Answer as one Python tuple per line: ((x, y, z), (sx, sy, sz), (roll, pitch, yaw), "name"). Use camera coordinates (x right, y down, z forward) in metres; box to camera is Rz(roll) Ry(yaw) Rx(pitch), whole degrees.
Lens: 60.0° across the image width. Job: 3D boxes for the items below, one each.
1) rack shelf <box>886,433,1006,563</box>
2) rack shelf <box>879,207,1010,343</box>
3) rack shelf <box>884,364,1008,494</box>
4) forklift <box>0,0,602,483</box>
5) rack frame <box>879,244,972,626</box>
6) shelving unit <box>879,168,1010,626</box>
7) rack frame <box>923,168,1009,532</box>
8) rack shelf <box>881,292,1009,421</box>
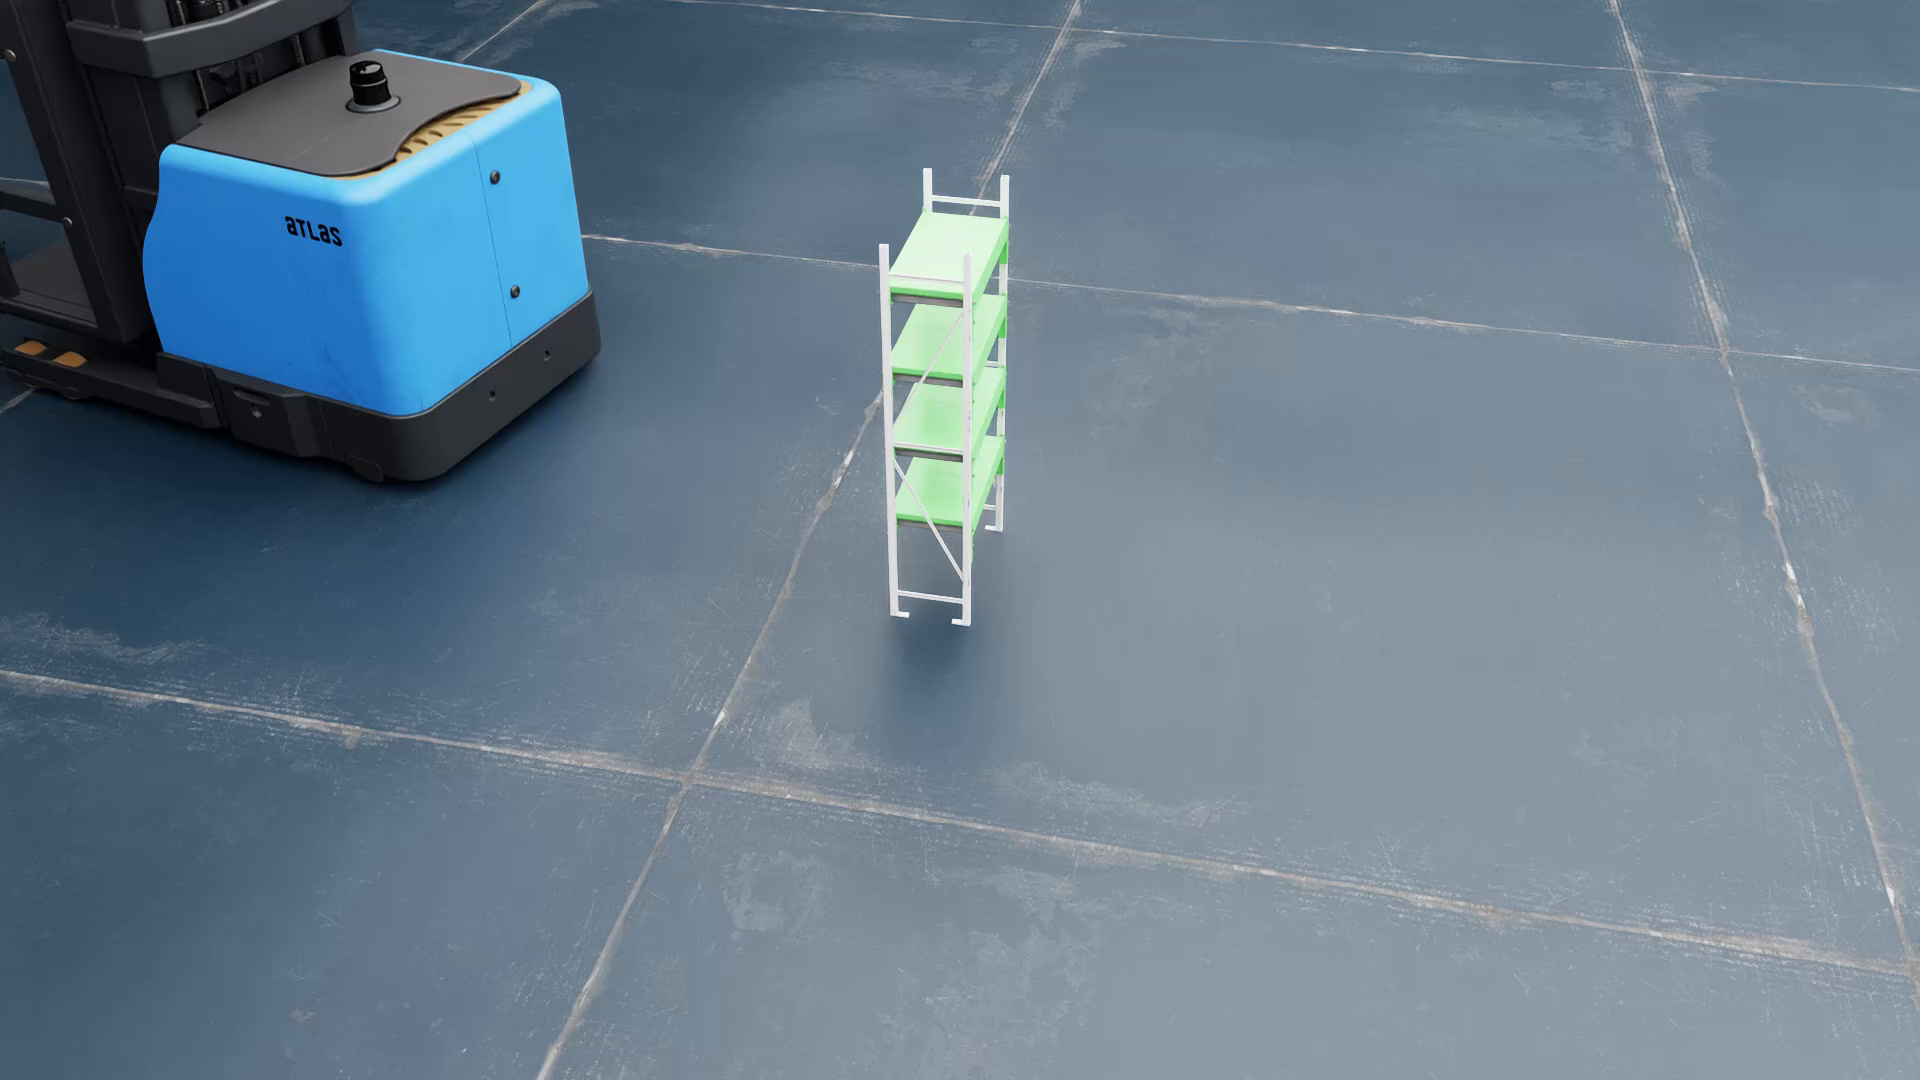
((-0.035, -0.145, 4.945), (0.258, 0.148, 0.480), (7, 37, 10), "rack shelf")
((-0.035, -0.728, 4.523), (0.258, 0.148, 0.480), (7, 37, 10), "rack shelf")
((-0.035, -0.339, 4.804), (0.258, 0.148, 0.480), (7, 37, 10), "rack shelf")
((-2.874, -1.952, 5.445), (3.031, 2.935, 1.130), (15, 39, 20), "forklift")
((-0.087, -0.251, 4.574), (0.240, 1.200, 0.015), (7, 37, 10), "rack frame")
((-0.035, -0.391, 4.767), (0.258, 1.200, 0.503), (7, 37, 10), "shelving unit")
((0.017, -0.531, 4.960), (0.240, 1.200, 0.015), (7, 37, 10), "rack frame")
((-0.035, -0.534, 4.664), (0.258, 0.148, 0.480), (7, 37, 10), "rack shelf")
